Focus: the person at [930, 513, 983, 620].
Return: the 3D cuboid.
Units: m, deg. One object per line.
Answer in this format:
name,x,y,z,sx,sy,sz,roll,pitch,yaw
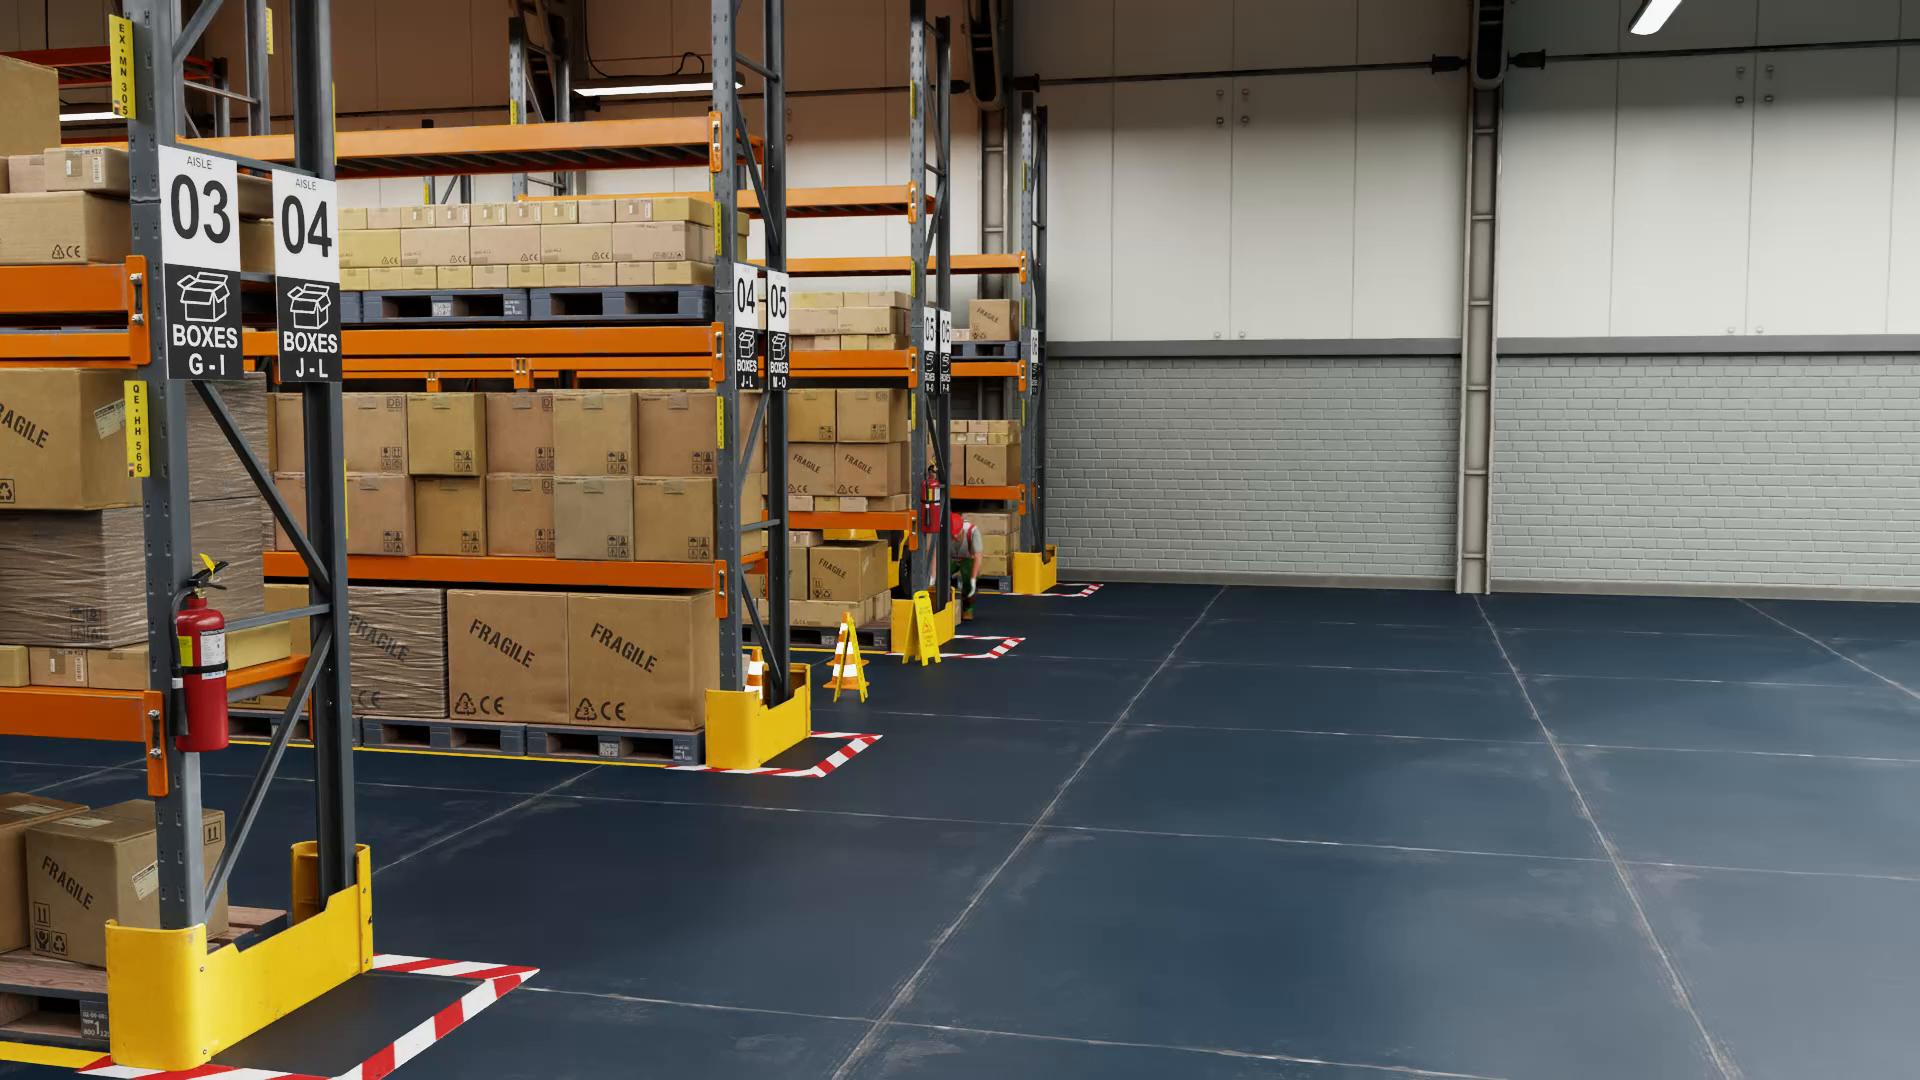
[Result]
person,-0.012,0.273,17.772,0.583,1.172,0.852,1,5,13
